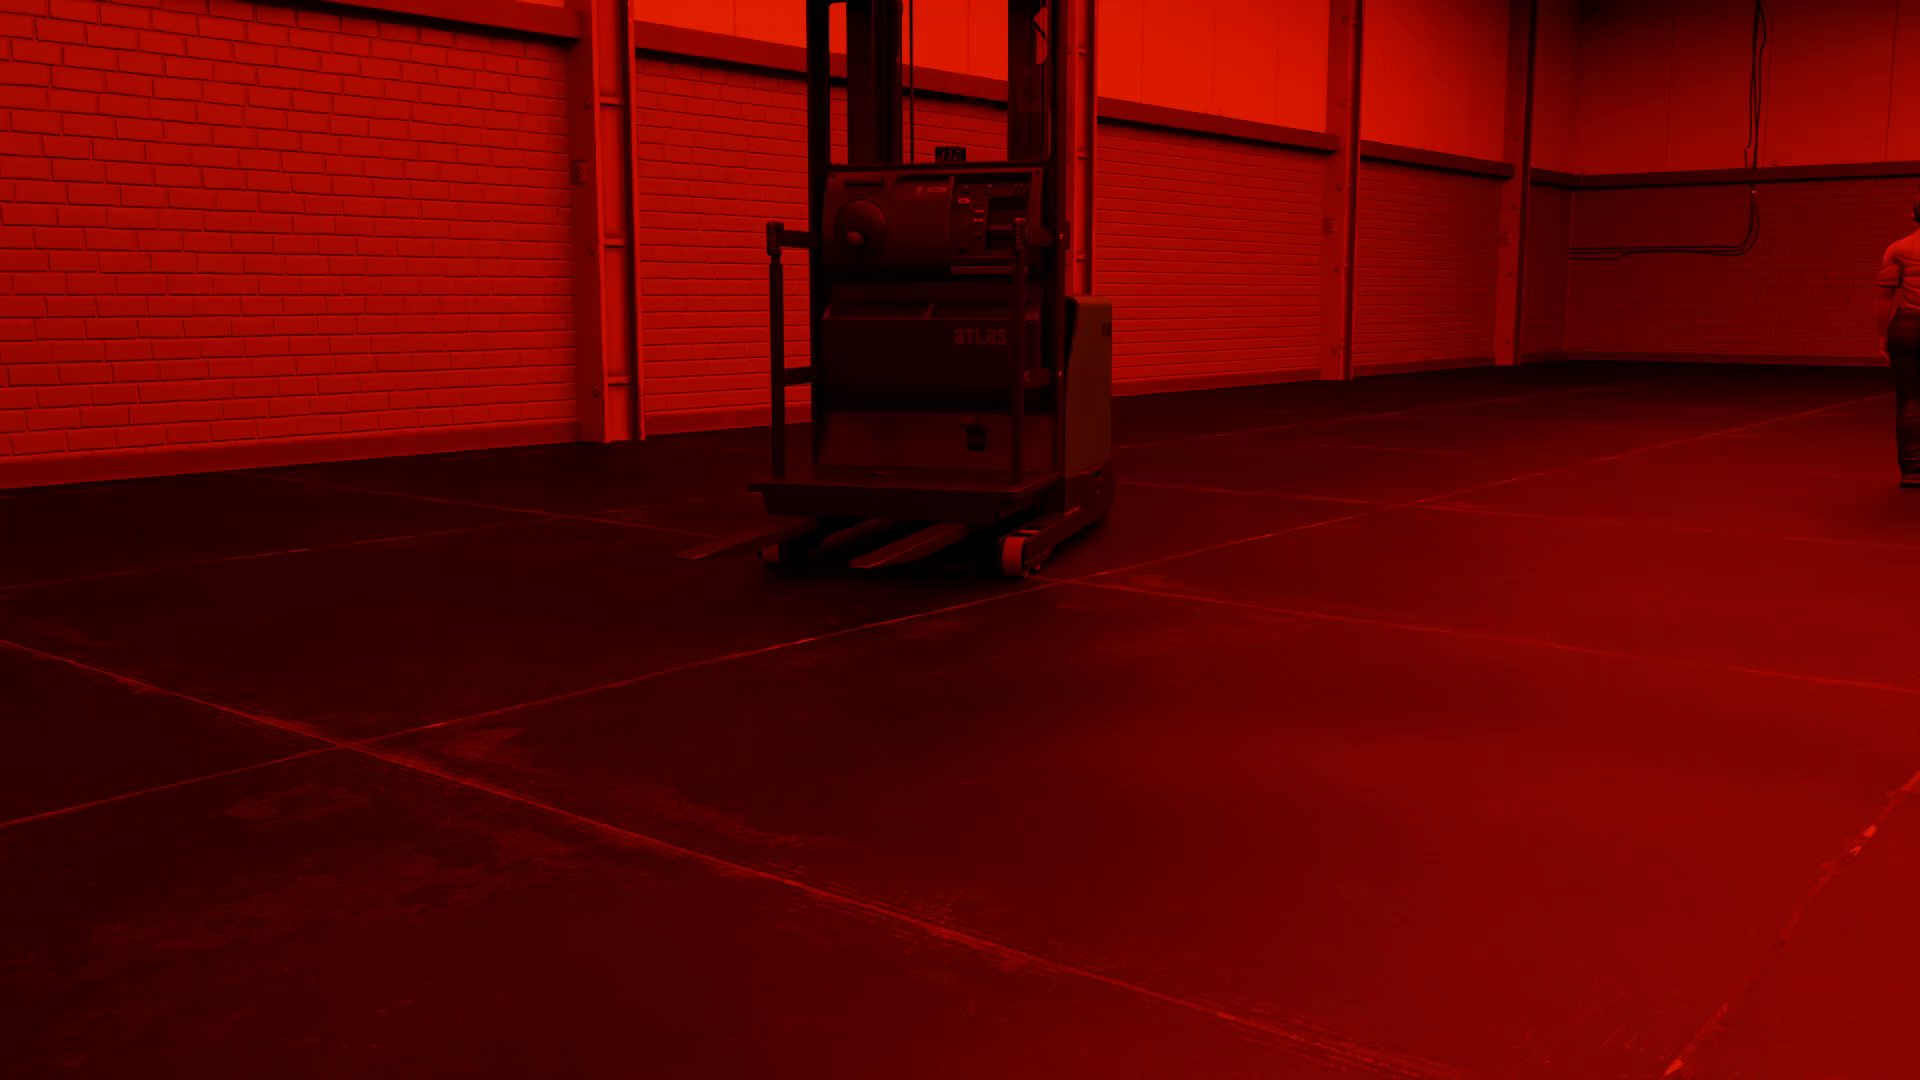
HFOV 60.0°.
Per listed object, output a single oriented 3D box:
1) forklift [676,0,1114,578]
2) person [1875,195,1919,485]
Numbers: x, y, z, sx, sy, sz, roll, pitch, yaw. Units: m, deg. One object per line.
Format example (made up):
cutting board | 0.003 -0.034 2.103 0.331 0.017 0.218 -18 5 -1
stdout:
forklift | -0.176 -1.366 6.616 1.130 2.935 3.031 3 9 17
person | 5.511 -1.127 9.368 0.502 1.650 0.596 -7 11 -40
